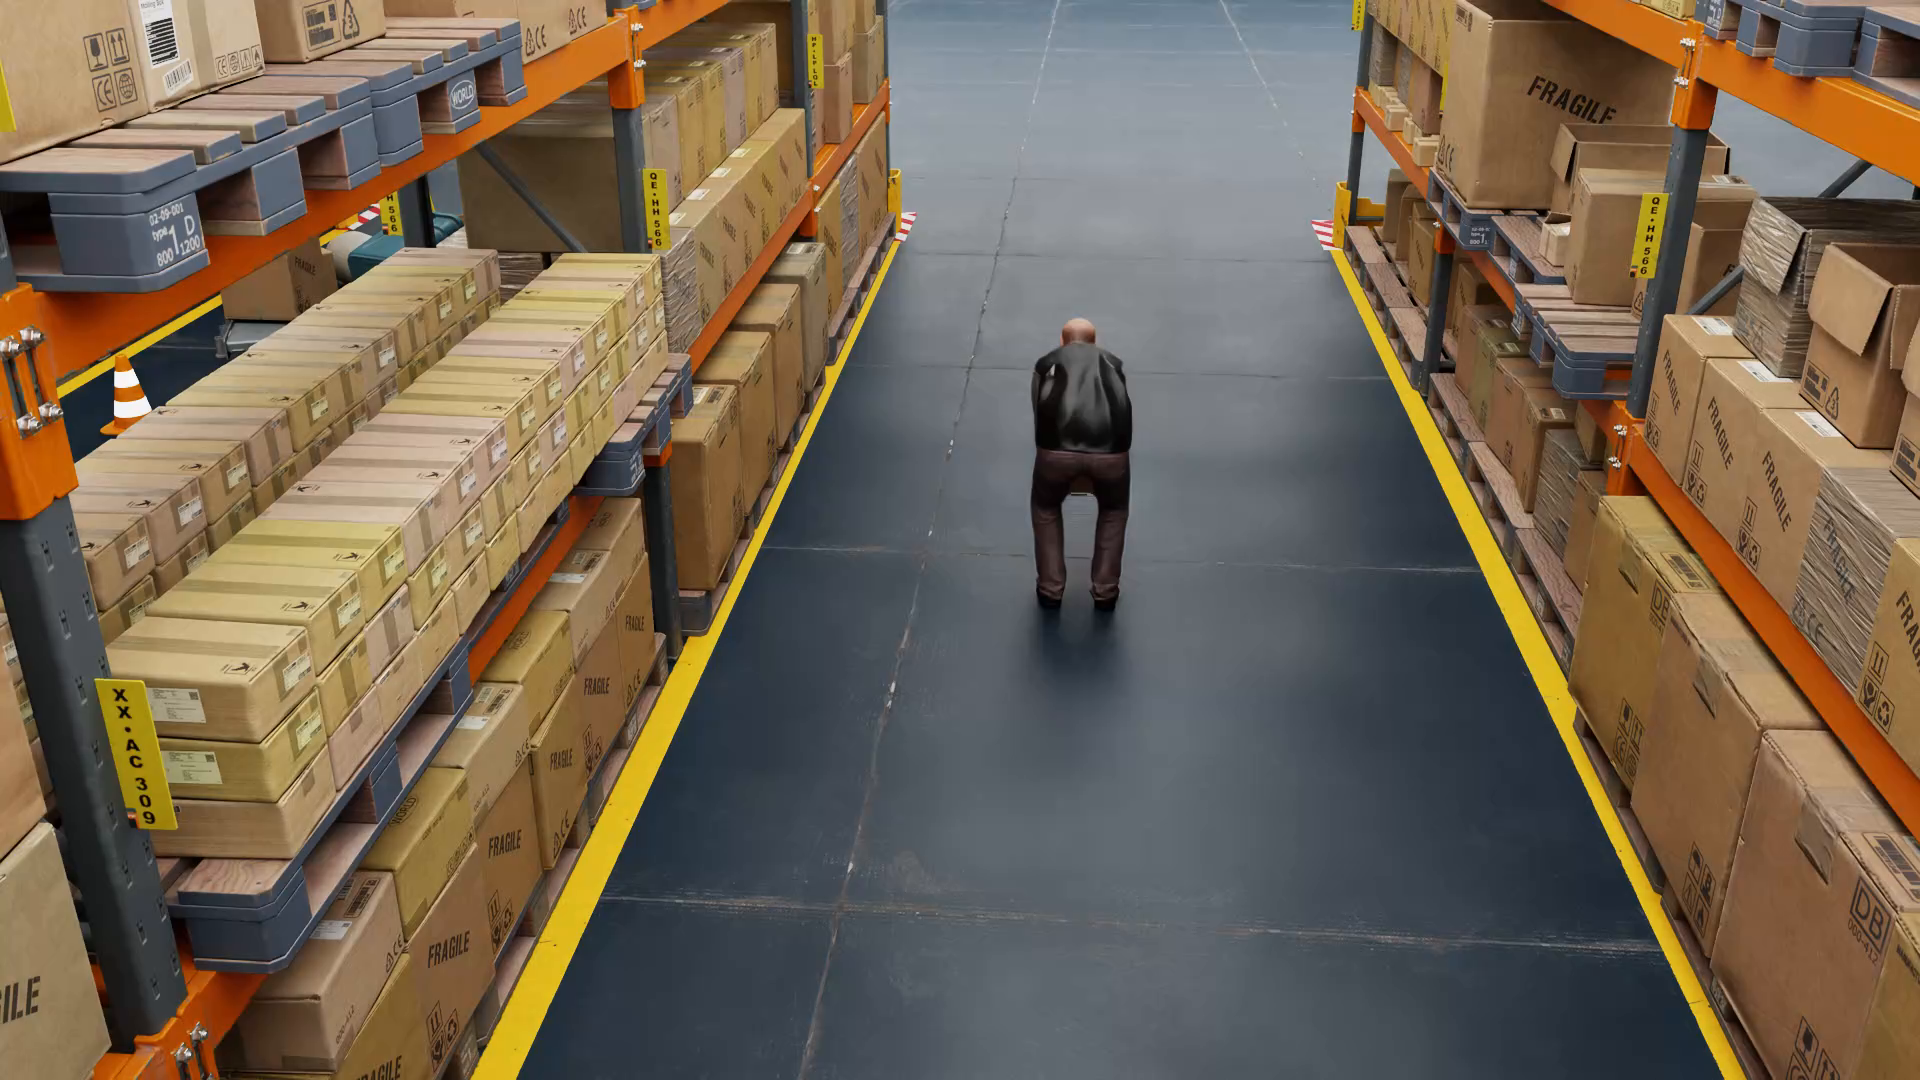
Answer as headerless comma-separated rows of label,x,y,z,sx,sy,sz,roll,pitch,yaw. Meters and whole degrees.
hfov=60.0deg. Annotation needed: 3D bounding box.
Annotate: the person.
person,0.574,-0.359,8.009,0.480,1.245,0.918,1,24,2
